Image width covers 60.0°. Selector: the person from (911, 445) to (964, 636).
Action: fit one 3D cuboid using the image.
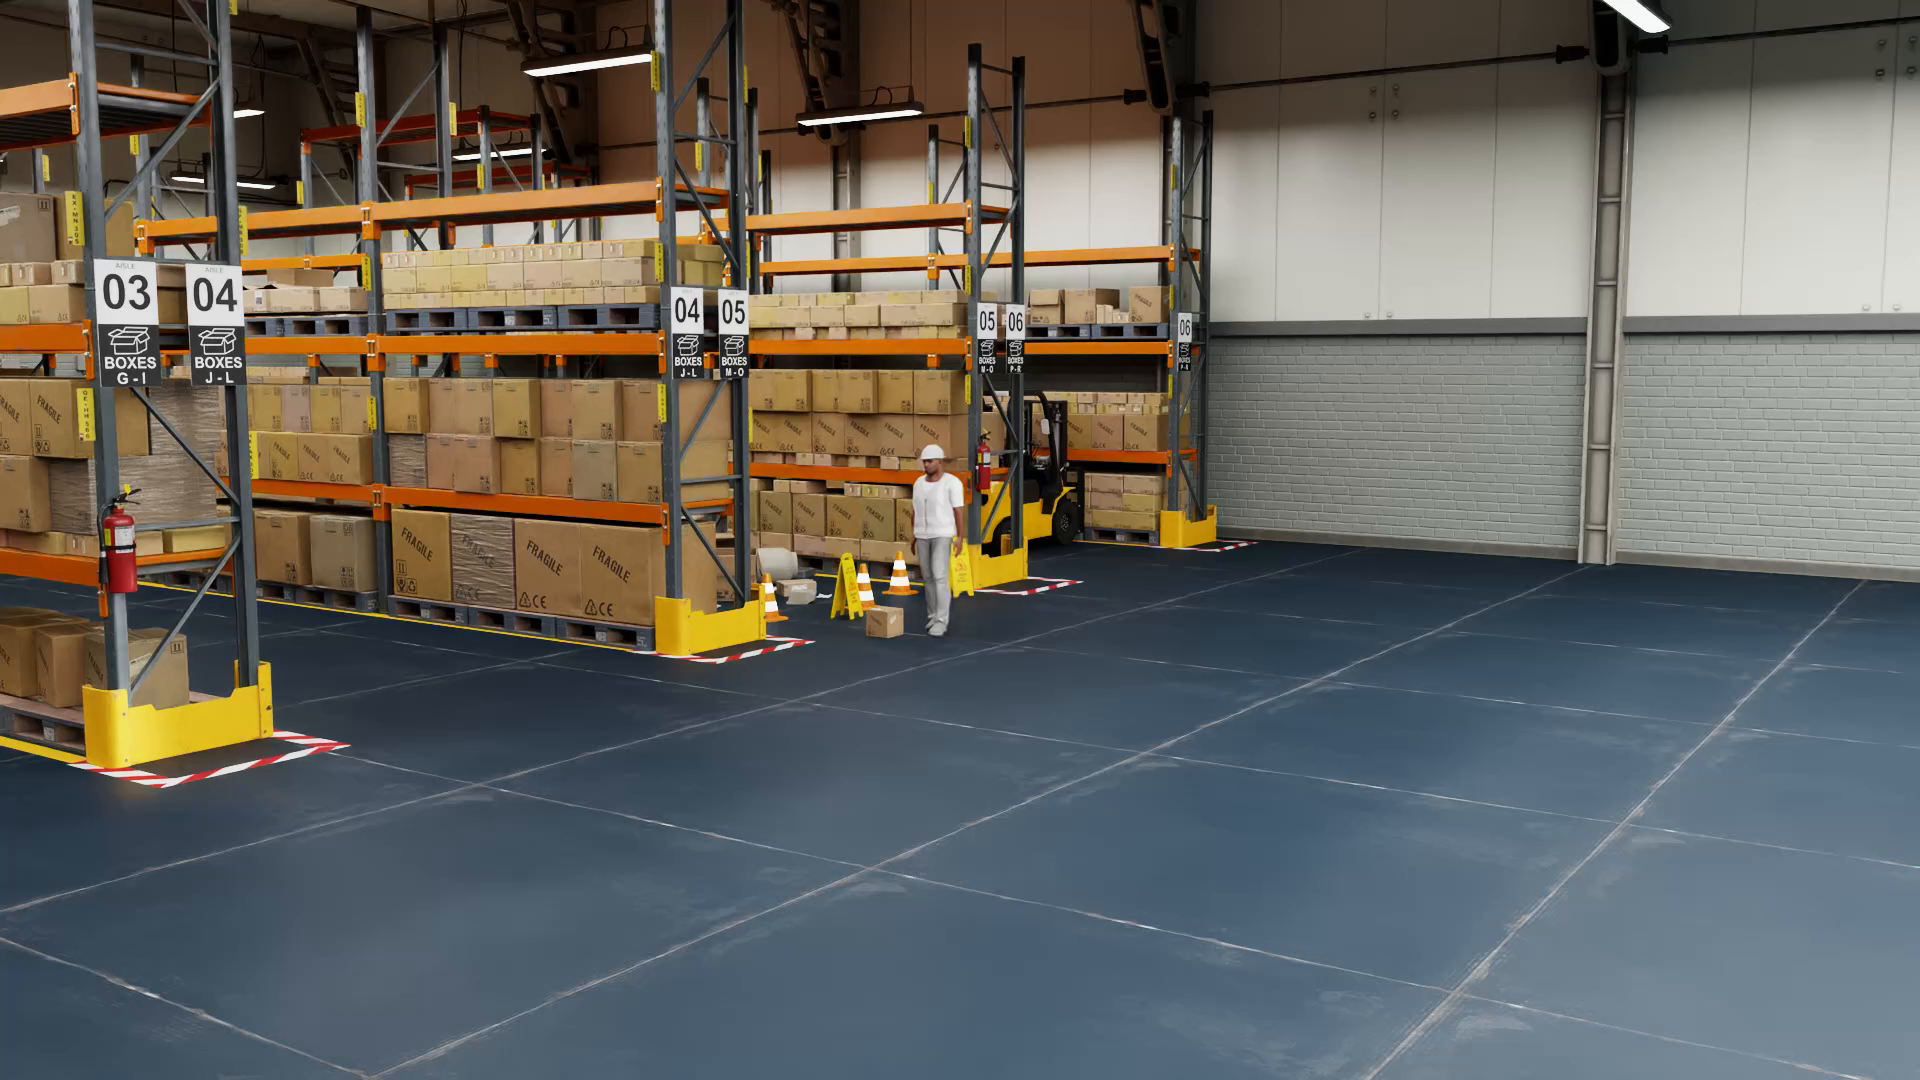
[{"bbox_3d":[-0.304,-0.011,15.713,0.596,1.768,0.585,4,8,34],"label":"person"}]
